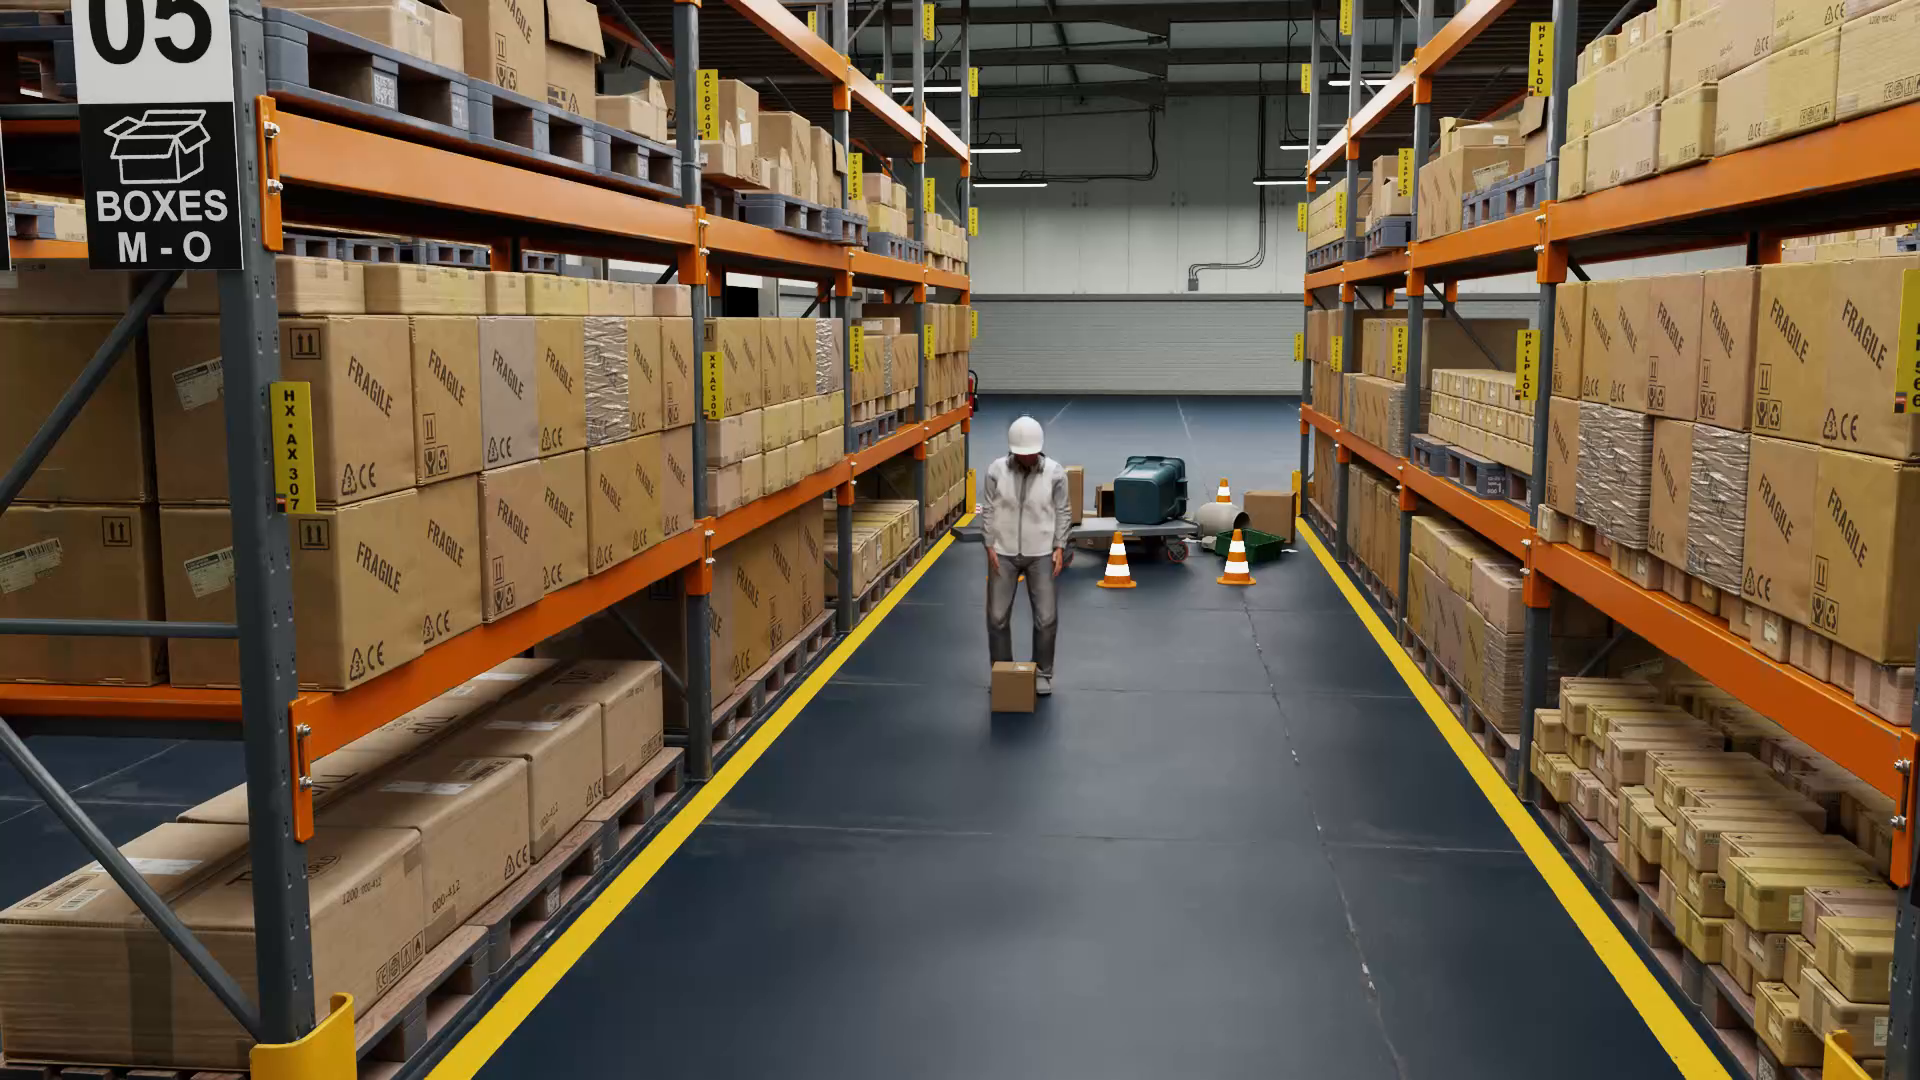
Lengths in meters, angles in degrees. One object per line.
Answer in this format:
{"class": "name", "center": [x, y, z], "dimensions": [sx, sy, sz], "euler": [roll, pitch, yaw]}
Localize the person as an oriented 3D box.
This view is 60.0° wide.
{"class": "person", "center": [0.409, 0.091, 10.244], "dimensions": [0.560, 1.719, 0.476], "euler": [1, 8, 8]}
